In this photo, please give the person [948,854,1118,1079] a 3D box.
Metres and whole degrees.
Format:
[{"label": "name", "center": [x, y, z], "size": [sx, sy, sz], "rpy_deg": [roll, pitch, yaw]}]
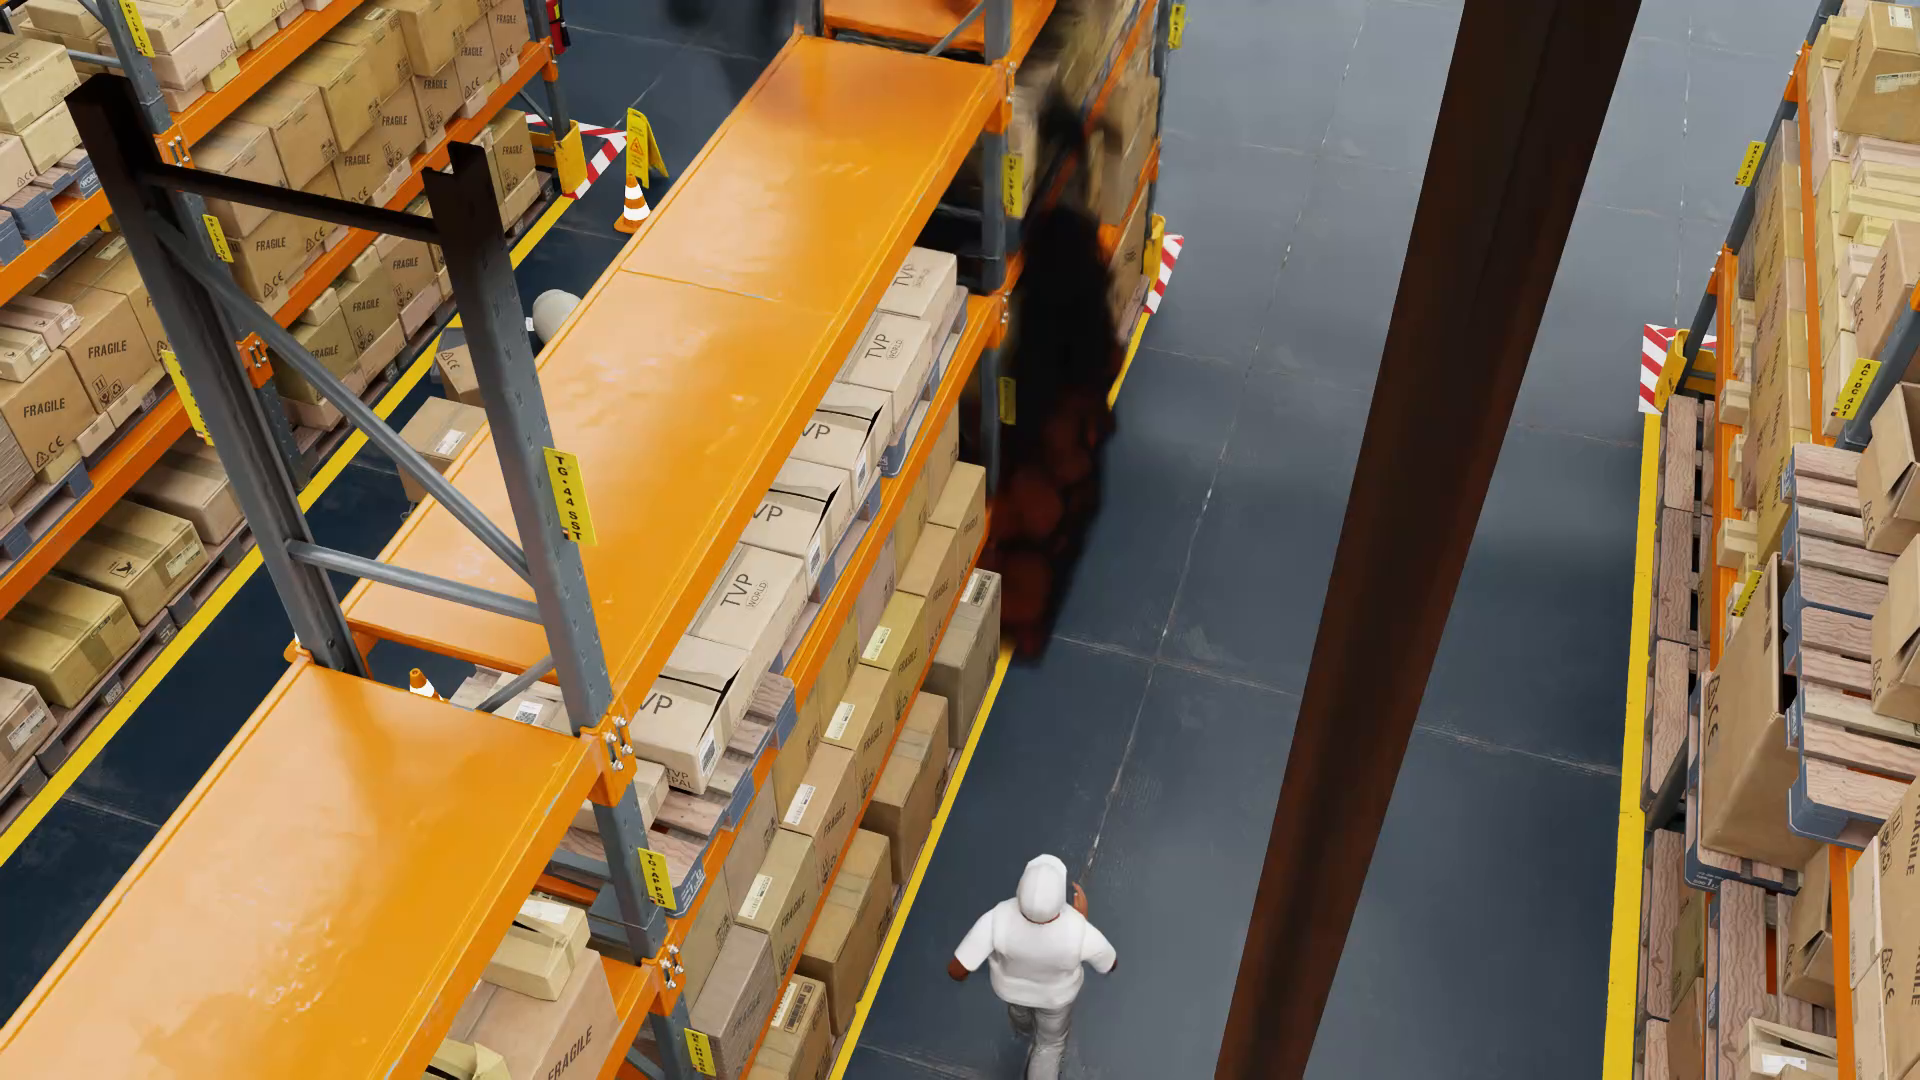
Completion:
[{"label": "person", "center": [0.350, 1.986, 7.563], "size": [0.712, 1.798, 0.896], "rpy_deg": [10, 46, 9]}]
